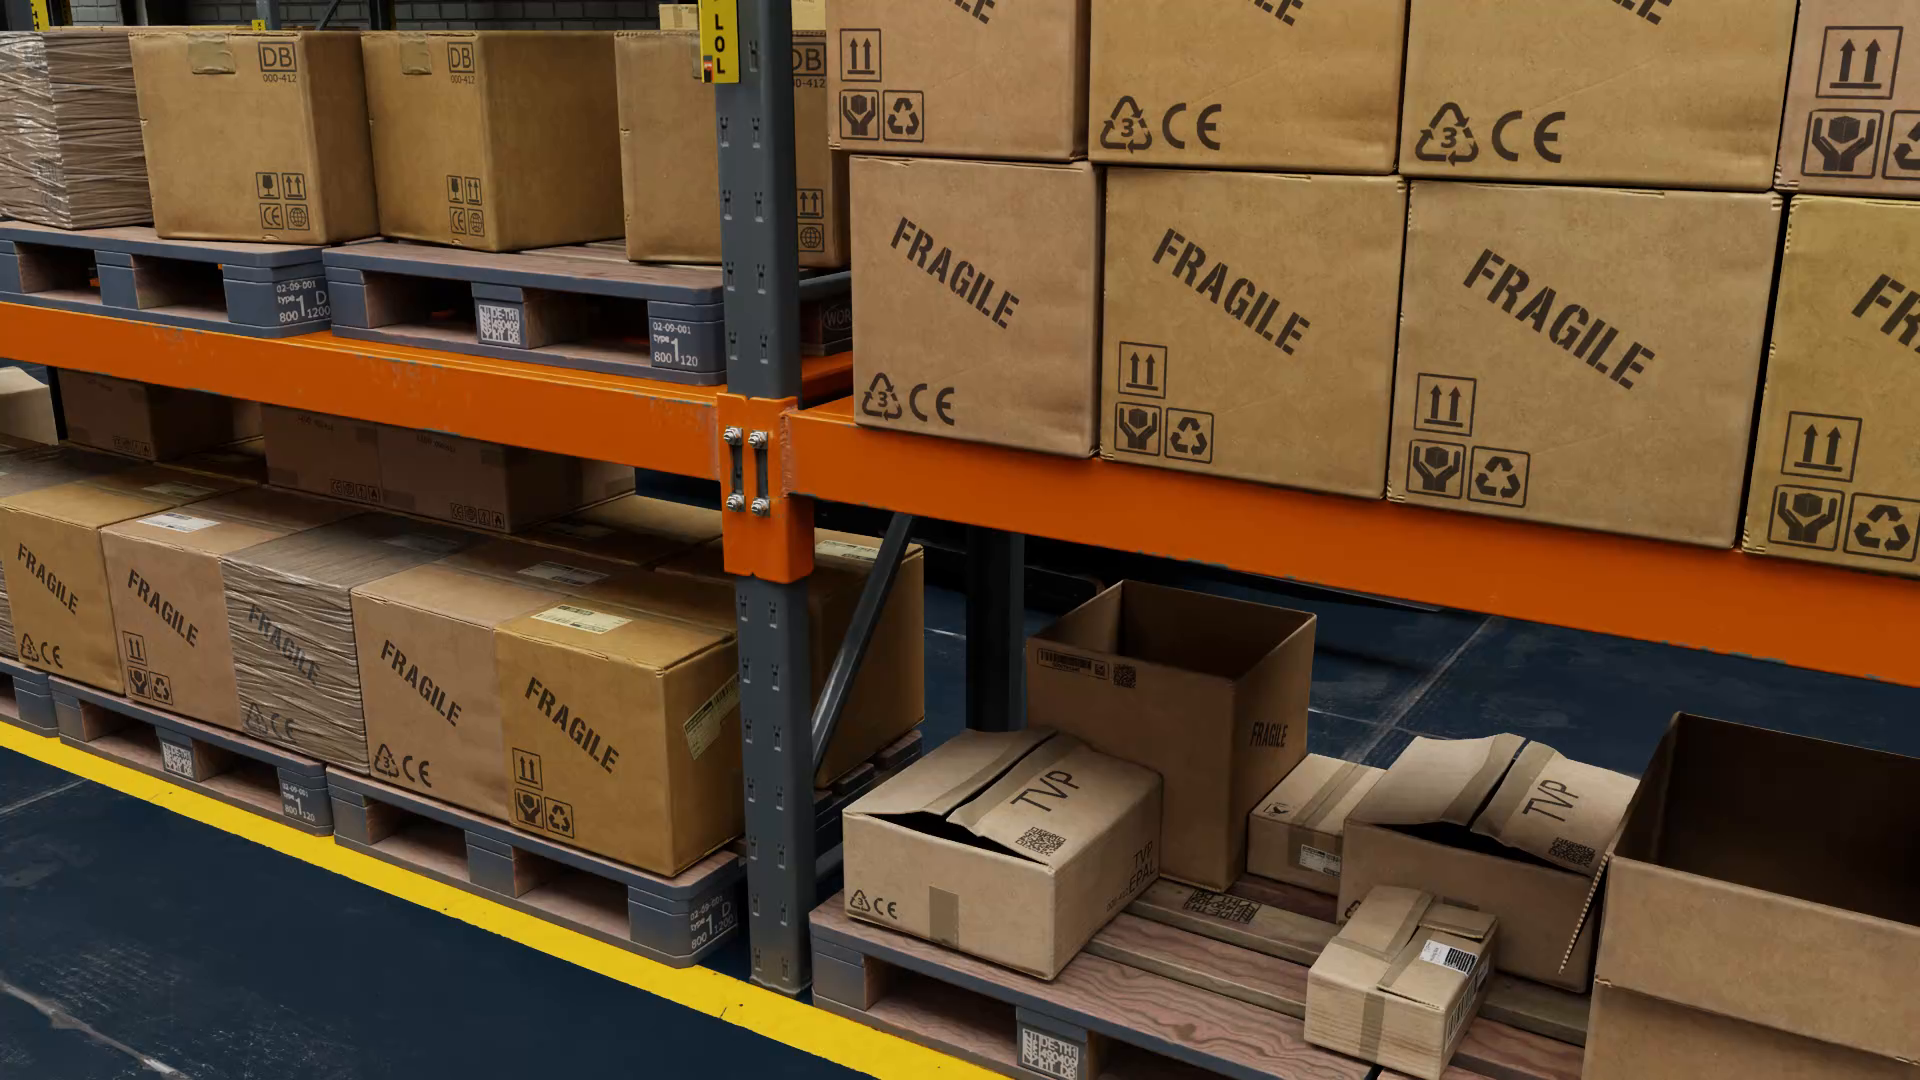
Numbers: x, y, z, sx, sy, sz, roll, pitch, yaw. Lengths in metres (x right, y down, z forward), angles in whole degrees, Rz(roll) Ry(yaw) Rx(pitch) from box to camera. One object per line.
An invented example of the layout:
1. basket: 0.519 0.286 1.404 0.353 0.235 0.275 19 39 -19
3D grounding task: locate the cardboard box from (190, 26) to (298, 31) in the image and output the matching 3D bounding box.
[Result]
1. cardboard box: -4.940 -3.308 11.545 0.500 0.500 0.500 10 20 30

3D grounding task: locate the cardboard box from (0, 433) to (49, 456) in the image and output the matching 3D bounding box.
1. cardboard box: -3.318 -0.055 5.445 0.500 0.500 0.500 11 20 32

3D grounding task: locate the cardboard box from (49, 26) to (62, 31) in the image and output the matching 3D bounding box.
1. cardboard box: -6.682 -3.616 12.559 0.500 0.500 0.500 9 19 28

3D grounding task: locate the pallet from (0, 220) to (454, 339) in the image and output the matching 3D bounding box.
1. pallet: -1.897 -0.794 4.664 1.213 0.211 1.003 10 20 30

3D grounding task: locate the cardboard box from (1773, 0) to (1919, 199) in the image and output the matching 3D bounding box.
1. cardboard box: 1.425 -0.722 2.204 0.500 0.500 0.500 11 20 32

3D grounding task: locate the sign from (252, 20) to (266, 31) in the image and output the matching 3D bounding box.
1. sign: -4.653 -3.295 11.078 0.005 0.325 0.100 10 20 30

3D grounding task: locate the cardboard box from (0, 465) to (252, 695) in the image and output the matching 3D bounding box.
1. cardboard box: -2.444 0.101 4.932 0.500 0.500 0.500 10 19 29

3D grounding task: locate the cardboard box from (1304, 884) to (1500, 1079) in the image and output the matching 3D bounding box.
1. cardboard box: 0.839 0.820 3.140 0.250 0.166 0.380 10 20 30

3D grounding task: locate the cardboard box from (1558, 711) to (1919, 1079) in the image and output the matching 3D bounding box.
1. cardboard box: 1.456 0.696 2.966 0.637 0.503 0.797 10 20 30

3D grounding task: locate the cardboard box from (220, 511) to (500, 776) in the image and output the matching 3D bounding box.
1. cardboard box: -1.562 0.256 4.422 0.500 0.500 0.500 10 20 31

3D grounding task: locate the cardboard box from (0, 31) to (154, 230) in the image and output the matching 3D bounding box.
1. cardboard box: -2.281 -1.175 4.694 0.500 0.500 0.700 15 22 40

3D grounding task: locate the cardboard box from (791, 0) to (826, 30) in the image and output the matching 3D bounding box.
1. cardboard box: -0.691 -2.829 9.025 0.500 0.250 0.500 11 20 31

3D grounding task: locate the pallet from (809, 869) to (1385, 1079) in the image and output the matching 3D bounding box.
1. pallet: 0.437 0.867 3.664 1.213 0.211 1.003 10 20 30

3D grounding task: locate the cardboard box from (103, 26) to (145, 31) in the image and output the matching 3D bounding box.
1. cardboard box: -5.792 -3.462 12.051 0.500 0.500 0.500 9 19 28

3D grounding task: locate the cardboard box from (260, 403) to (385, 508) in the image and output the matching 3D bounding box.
1. cardboard box: -1.712 -0.307 4.986 0.500 0.250 0.500 10 19 29

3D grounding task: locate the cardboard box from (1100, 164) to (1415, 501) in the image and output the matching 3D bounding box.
1. cardboard box: 0.582 -0.398 2.858 0.500 0.500 0.500 11 20 31

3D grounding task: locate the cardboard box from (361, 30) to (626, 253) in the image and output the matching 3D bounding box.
1. cardboard box: -1.054 -1.037 4.240 0.500 0.500 0.700 14 22 39

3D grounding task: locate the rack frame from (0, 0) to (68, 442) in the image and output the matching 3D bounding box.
1. rack frame: -3.556 -1.180 5.606 0.127 3.000 1.000 10 20 30

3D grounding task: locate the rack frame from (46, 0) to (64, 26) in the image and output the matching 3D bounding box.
1. rack frame: -7.784 -3.625 13.653 0.127 3.000 1.000 10 20 30

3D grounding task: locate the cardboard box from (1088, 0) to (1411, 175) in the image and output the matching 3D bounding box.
1. cardboard box: 0.546 -0.879 2.720 0.500 0.500 0.500 9 19 28

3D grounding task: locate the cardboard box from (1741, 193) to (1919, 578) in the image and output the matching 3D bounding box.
1. cardboard box: 1.441 -0.244 2.352 0.500 0.500 0.500 10 19 29

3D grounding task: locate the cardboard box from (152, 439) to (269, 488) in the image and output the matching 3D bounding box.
1. cardboard box: -2.196 -0.032 5.369 0.500 0.500 0.500 9 19 28

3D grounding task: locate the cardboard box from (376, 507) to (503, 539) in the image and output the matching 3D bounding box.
1. cardboard box: -1.315 0.123 4.858 0.500 0.500 0.500 10 20 31

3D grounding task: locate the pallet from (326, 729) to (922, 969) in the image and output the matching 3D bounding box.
1. pallet: -0.861 0.648 4.385 1.213 0.211 1.003 10 20 30

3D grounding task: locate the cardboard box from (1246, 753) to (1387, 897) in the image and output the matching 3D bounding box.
1. cardboard box: 0.837 0.640 3.761 0.250 0.149 0.380 10 20 30

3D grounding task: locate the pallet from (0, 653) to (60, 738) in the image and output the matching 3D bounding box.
1. pallet: -2.940 0.277 5.607 1.213 0.211 1.003 10 20 30

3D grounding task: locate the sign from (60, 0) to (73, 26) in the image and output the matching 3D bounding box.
1. sign: -7.477 -4.464 13.881 0.005 0.325 0.100 10 20 30

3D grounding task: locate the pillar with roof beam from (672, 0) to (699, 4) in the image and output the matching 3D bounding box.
1. pillar with roof beam: -3.875 -4.624 6.621 0.400 9.000 9.100 10 20 30

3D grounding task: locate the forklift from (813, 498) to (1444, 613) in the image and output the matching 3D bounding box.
1. forklift: 0.509 -1.295 6.101 3.031 2.935 1.130 12 21 34

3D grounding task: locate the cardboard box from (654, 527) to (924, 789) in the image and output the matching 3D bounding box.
1. cardboard box: -0.433 0.280 4.344 0.500 0.500 0.500 9 19 28

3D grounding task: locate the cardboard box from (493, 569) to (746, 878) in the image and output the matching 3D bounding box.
1. cardboard box: -0.718 0.409 3.916 0.500 0.500 0.500 10 20 30

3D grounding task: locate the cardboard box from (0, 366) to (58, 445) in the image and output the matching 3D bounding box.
1. cardboard box: -3.849 -0.486 6.365 0.500 0.311 0.500 11 20 32

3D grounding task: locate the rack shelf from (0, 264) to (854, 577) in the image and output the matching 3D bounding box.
1. rack shelf: -1.852 -0.532 4.709 4.000 0.370 1.077 10 20 30
